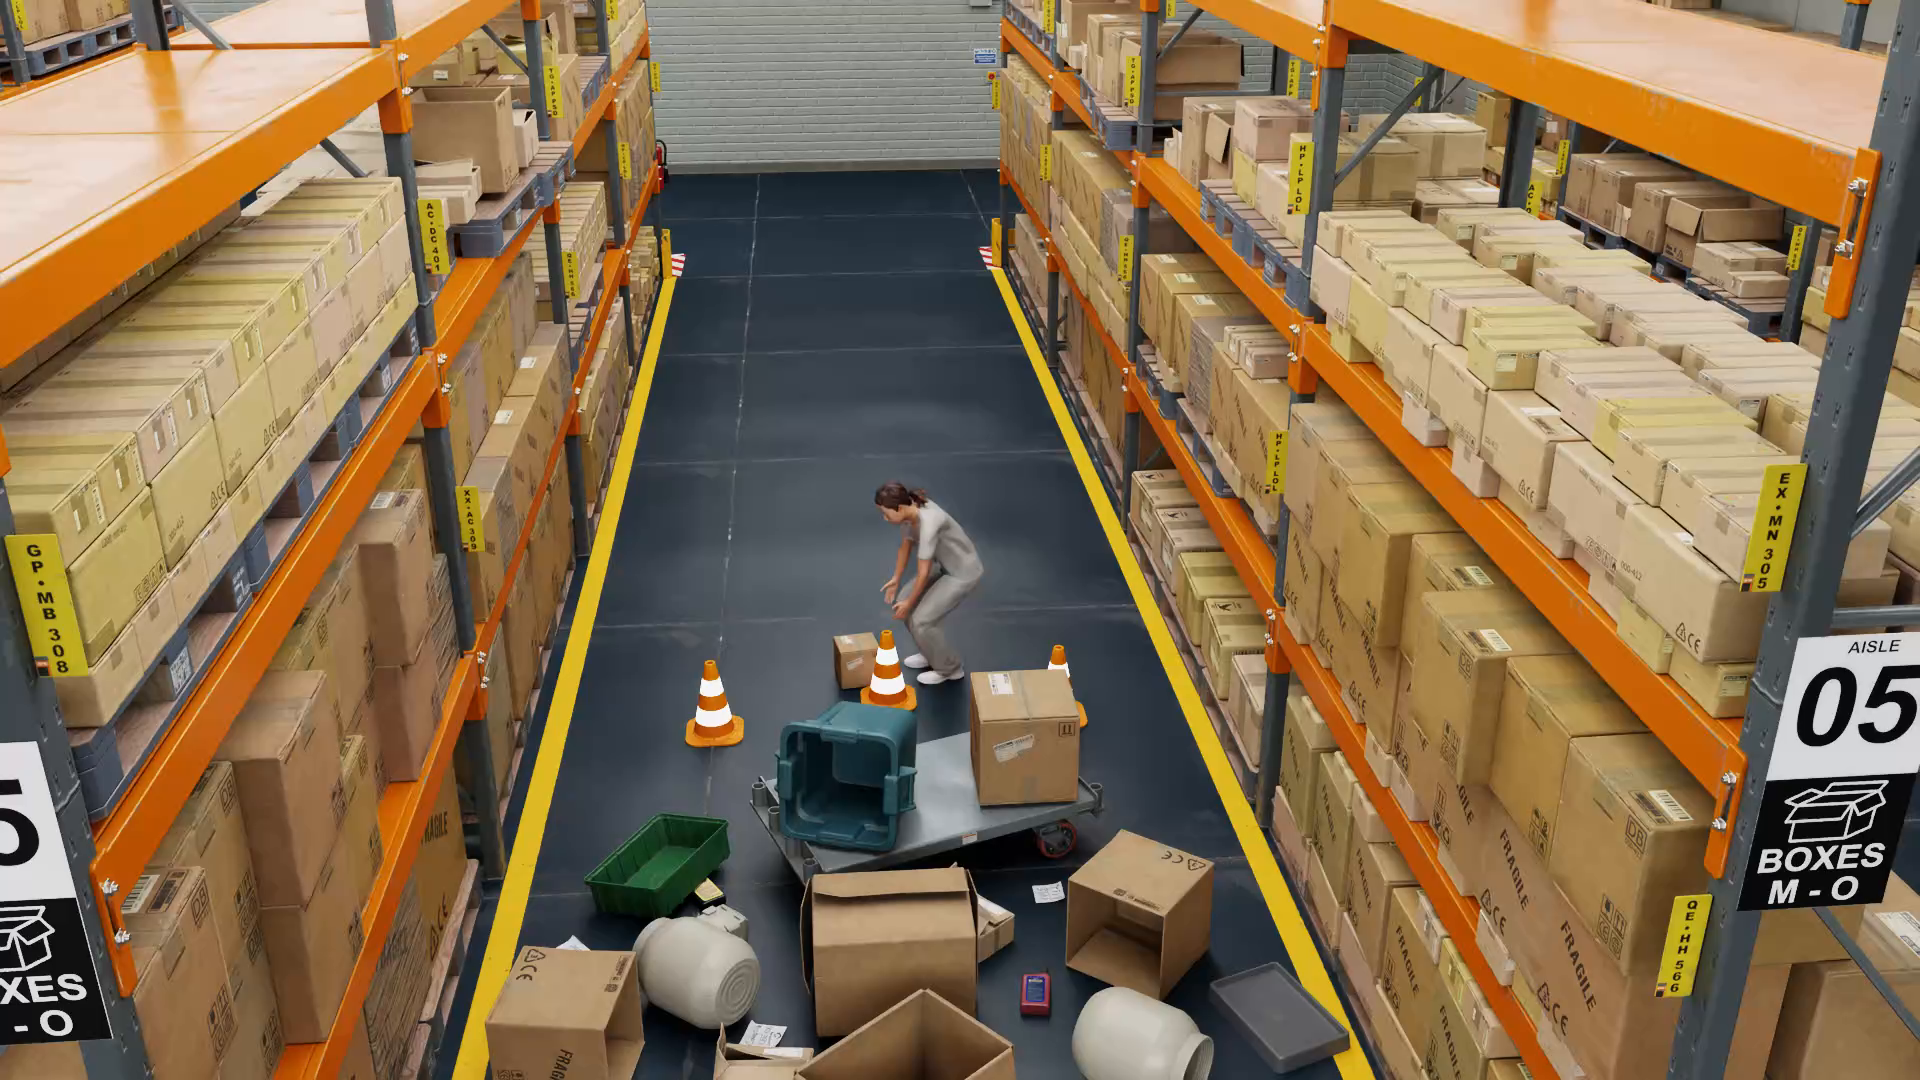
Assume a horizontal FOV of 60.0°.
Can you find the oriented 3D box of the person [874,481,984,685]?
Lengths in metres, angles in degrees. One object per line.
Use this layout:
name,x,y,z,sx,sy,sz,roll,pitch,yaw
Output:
person,-0.186,0.242,10.194,0.667,1.333,0.491,-6,25,-13
